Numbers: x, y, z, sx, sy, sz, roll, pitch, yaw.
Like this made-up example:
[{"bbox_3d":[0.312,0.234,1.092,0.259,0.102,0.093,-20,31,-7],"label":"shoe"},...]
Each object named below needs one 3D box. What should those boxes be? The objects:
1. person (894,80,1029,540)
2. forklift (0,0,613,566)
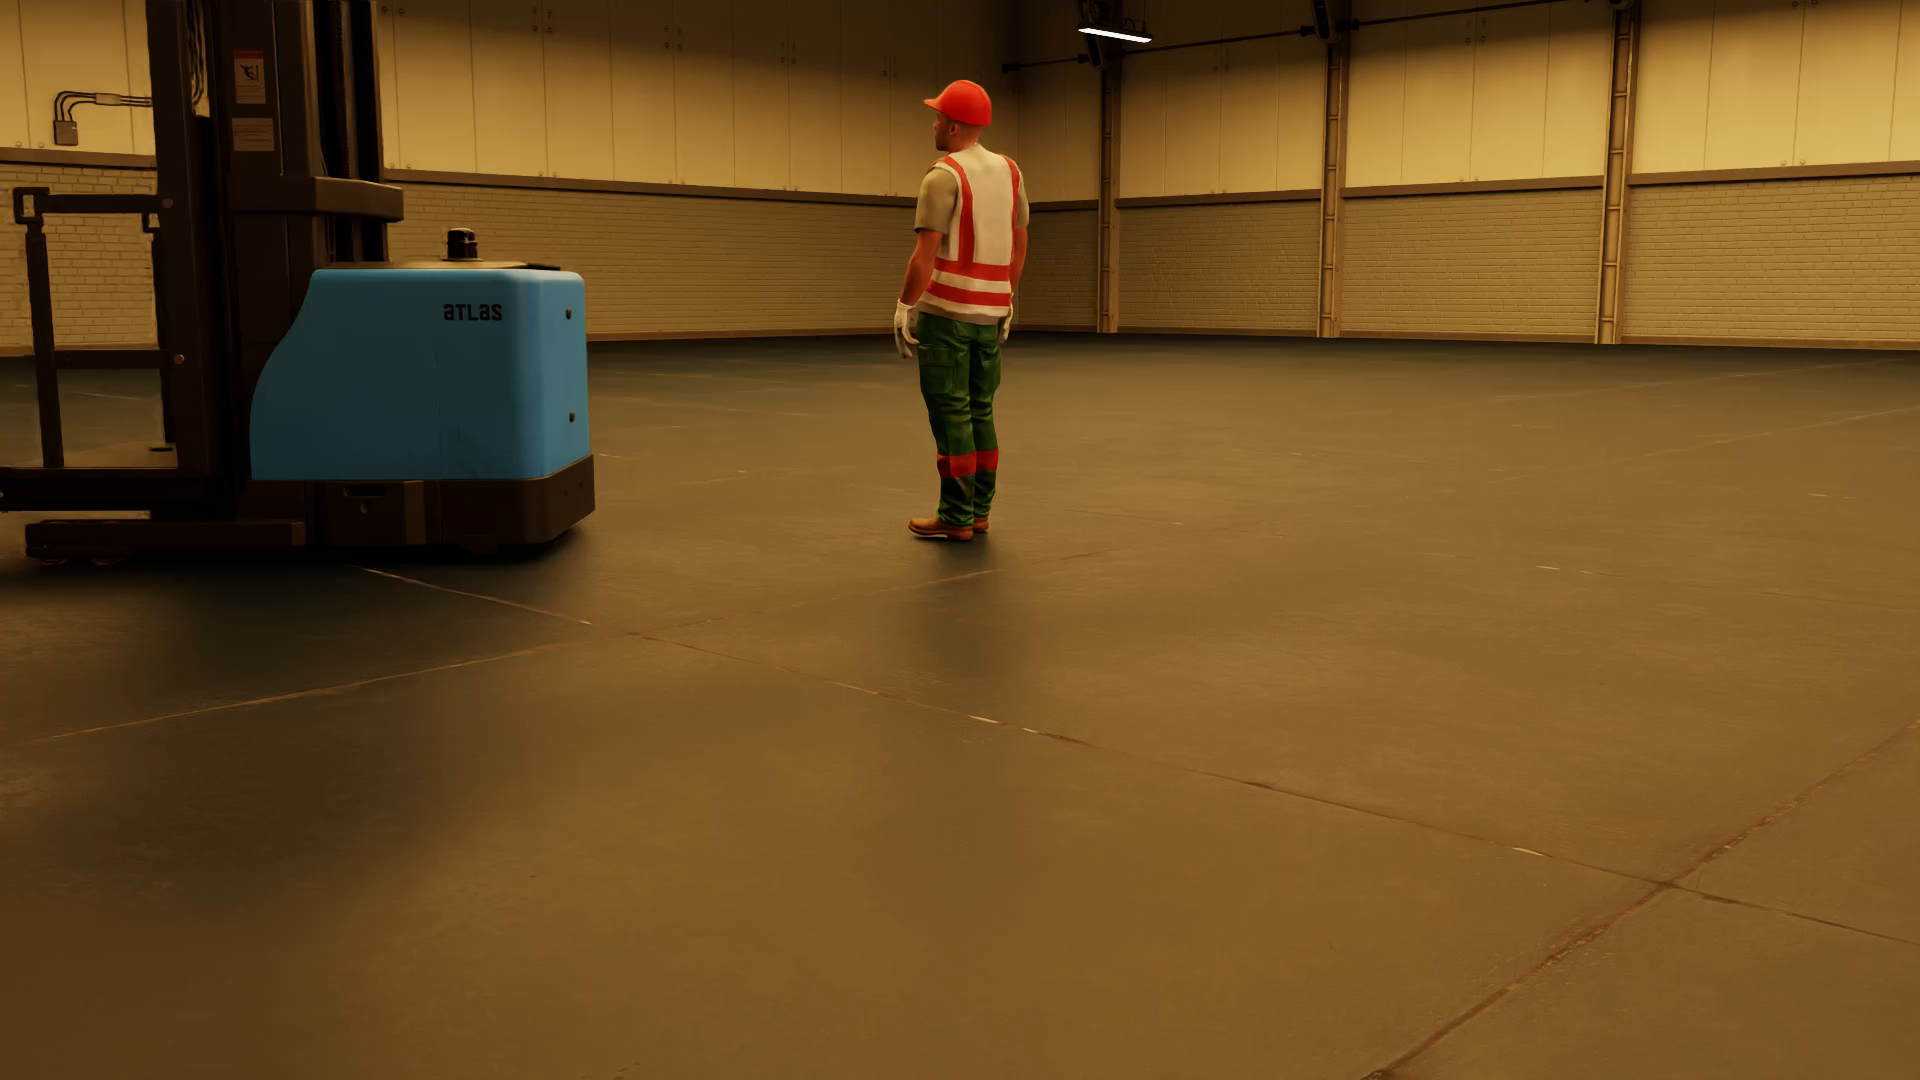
[{"bbox_3d":[-0.050,-0.902,6.647,0.562,1.790,0.637,8,12,43],"label":"person"},{"bbox_3d":[-2.980,-1.435,6.404,3.031,2.935,1.130,0,9,-1],"label":"forklift"}]
